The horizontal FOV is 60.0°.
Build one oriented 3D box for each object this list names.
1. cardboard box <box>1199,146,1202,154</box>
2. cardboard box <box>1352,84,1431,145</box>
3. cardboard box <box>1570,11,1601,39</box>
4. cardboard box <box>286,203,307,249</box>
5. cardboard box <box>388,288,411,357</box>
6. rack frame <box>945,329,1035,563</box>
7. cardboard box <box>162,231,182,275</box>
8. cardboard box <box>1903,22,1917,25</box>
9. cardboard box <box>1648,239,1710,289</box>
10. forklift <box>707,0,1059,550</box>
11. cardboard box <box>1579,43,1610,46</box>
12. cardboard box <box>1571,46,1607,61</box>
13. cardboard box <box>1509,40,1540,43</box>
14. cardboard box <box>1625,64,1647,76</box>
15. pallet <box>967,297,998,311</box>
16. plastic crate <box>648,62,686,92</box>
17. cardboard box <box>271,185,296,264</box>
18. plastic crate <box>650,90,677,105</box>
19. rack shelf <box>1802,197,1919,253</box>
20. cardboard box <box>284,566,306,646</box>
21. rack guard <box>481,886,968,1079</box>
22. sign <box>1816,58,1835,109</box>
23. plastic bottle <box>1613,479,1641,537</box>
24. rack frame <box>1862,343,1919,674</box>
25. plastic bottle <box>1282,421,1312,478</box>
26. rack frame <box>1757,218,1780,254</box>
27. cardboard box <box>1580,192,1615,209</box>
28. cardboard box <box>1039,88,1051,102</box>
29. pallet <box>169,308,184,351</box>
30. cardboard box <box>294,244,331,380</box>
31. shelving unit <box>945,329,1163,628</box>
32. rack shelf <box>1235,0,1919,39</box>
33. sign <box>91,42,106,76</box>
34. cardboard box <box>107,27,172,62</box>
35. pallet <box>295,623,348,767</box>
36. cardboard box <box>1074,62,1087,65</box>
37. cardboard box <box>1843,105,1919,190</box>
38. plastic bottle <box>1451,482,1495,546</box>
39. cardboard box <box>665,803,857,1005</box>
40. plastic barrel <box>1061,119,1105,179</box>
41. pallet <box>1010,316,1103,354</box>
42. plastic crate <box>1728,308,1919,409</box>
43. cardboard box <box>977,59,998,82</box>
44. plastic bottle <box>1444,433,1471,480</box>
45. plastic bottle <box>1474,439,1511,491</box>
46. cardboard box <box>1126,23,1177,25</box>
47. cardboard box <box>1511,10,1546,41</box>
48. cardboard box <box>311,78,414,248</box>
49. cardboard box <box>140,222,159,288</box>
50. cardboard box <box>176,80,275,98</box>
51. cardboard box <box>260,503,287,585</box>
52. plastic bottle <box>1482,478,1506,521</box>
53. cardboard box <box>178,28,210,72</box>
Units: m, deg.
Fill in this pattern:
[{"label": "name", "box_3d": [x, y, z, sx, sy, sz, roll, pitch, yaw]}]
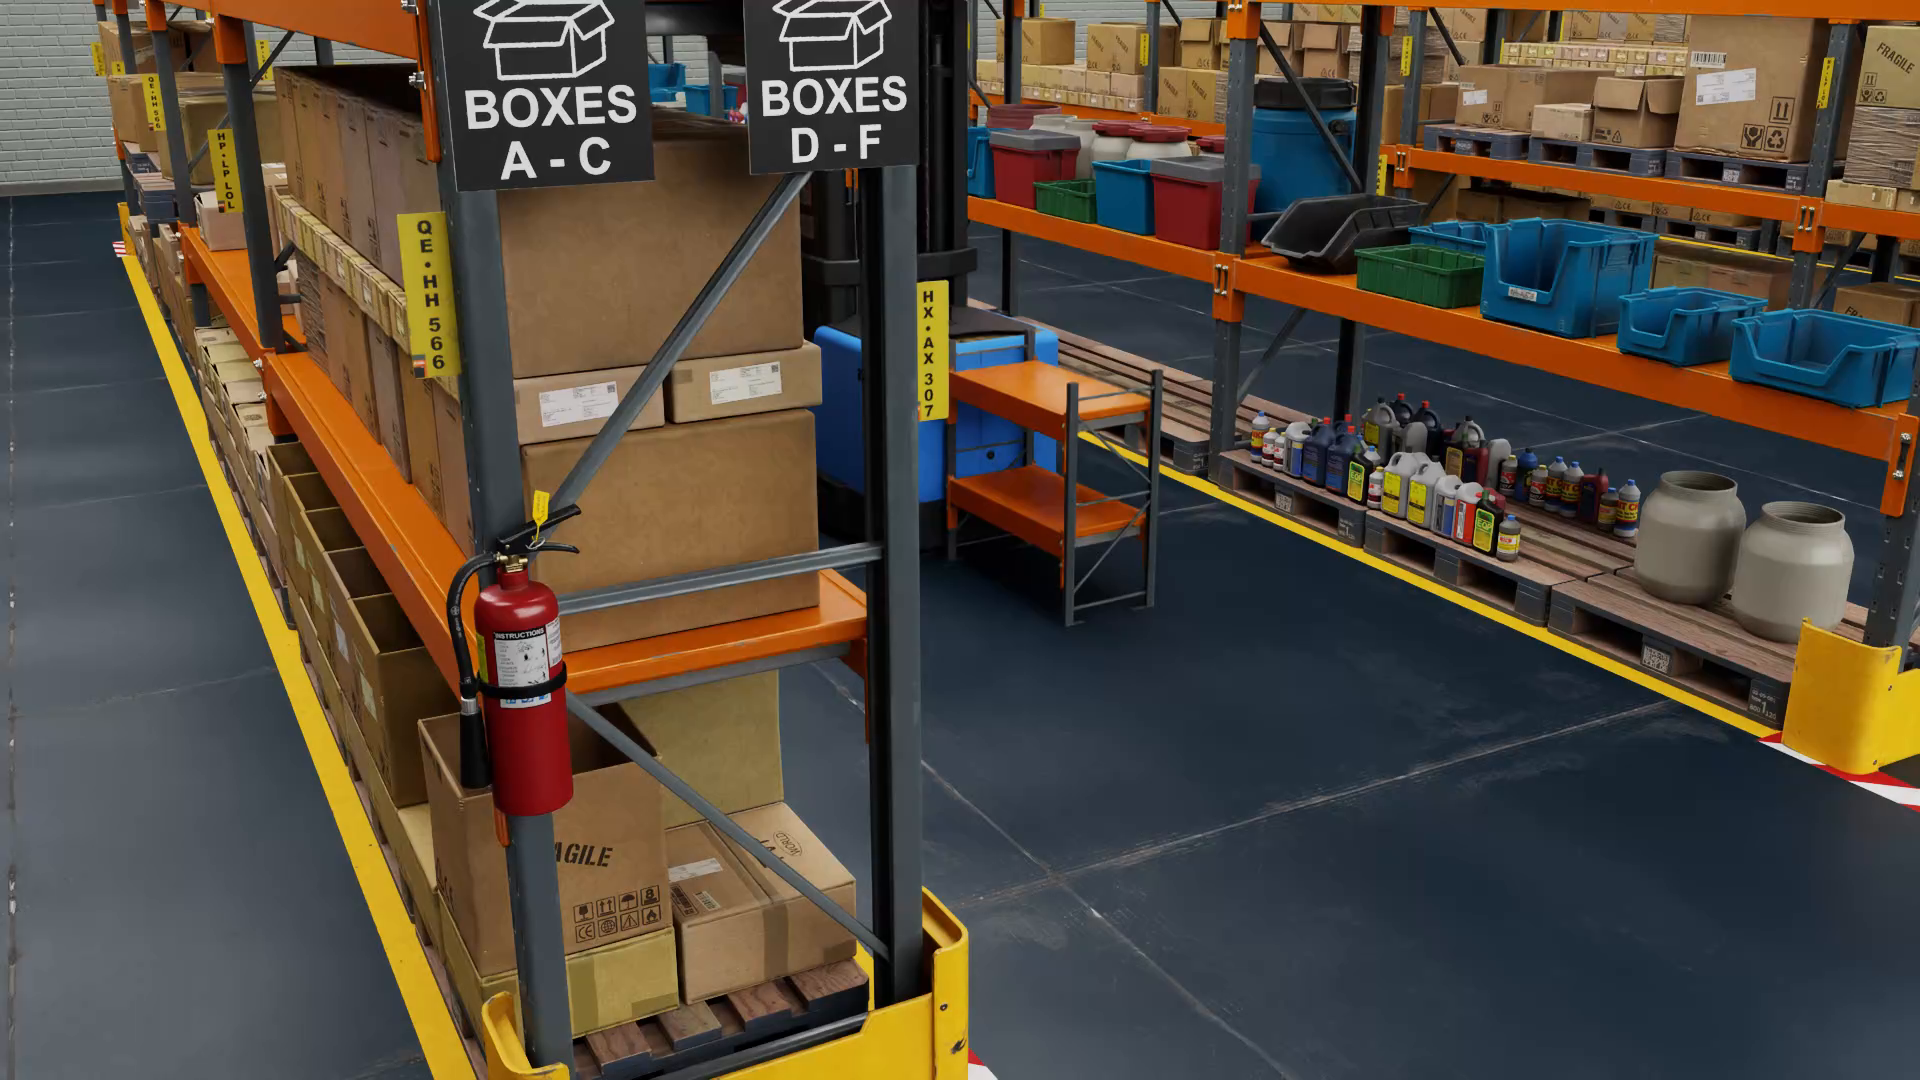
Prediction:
[{"label": "cardboard box", "box_3d": [3.205, -3.640, 17.194, 1.225, 0.875, 0.875, -11, 22, -29]}, {"label": "cardboard box", "box_3d": [3.906, -3.885, 15.138, 0.500, 0.500, 0.500, -9, 21, -25]}, {"label": "cardboard box", "box_3d": [9.509, -7.756, 24.825, 0.500, 0.500, 0.500, -11, 22, -28]}, {"label": "cardboard box", "box_3d": [-2.386, -1.227, 6.442, 0.380, 0.149, 0.250, -10, 21, -26]}, {"label": "cardboard box", "box_3d": [-1.402, -0.635, 4.724, 0.380, 0.149, 0.250, -9, 21, -25]}, {"label": "rack frame", "box_3d": [0.150, -0.465, 8.255, 0.500, 1.125, 0.032, -11, 22, -30]}, {"label": "cardboard box", "box_3d": [-5.533, -2.122, 12.191, 0.500, 0.250, 0.500, -10, 22, -28]}, {"label": "cardboard box", "box_3d": [9.217, -4.718, 16.019, 0.700, 0.500, 0.500, -10, 22, -27]}, {"label": "cardboard box", "box_3d": [5.509, -2.092, 13.254, 0.700, 0.500, 0.500, -12, 22, -31]}, {"label": "forklift", "box_3d": [-0.680, -1.749, 9.206, 1.130, 2.935, 3.031, -11, 22, -30]}, {"label": "cardboard box", "box_3d": [7.483, -5.746, 19.515, 0.380, 0.149, 0.250, -11, 22, -28]}, {"label": "cardboard box", "box_3d": [7.150, -5.500, 18.801, 0.380, 0.149, 0.250, -10, 21, -27]}, {"label": "cardboard box", "box_3d": [6.858, -5.991, 20.785, 0.500, 0.500, 0.500, -10, 22, -28]}, {"label": "cardboard box", "box_3d": [7.521, -5.135, 18.200, 0.380, 0.149, 0.250, -9, 21, -25]}, {"label": "pallet", "box_3d": [-0.412, -1.869, 13.723, 1.003, 0.211, 1.213, -10, 21, -27]}, {"label": "plastic crate", "box_3d": [-3.476, -5.241, 19.076, 0.616, 0.435, 0.499, -10, 21, -27]}, {"label": "cardboard box", "box_3d": [-3.063, -1.474, 8.151, 0.500, 0.500, 0.500, -8, 21, -23]}, {"label": "plastic crate", "box_3d": [-3.205, -4.627, 17.606, 0.416, 0.233, 0.300, -10, 21, -27]}, {"label": "rack shelf", "box_3d": [7.207, -1.672, 9.980, 1.077, 0.370, 4.000, -10, 21, -27]}, {"label": "cardboard box", "box_3d": [-2.509, 0.229, 6.941, 0.500, 0.250, 0.500, -10, 21, -27]}, {"label": "rack guard", "box_3d": [-0.552, 1.284, 4.143, 1.175, 0.500, 0.348, -10, 21, -27]}, {"label": "sign", "box_3d": [5.771, -3.046, 11.086, 0.100, 0.325, 0.005, -10, 21, -27]}, {"label": "plastic bottle", "box_3d": [3.211, -0.157, 7.997, 0.097, 0.271, 0.097, 0, 19, 0]}, {"label": "rack frame", "box_3d": [3.798, -0.670, 5.976, 1.000, 3.000, 0.127, -10, 21, -27]}, {"label": "plastic bottle", "box_3d": [1.842, -0.491, 8.957, 0.152, 0.276, 0.135, -9, 21, -25]}, {"label": "rack frame", "box_3d": [8.771, -4.473, 16.997, 1.000, 3.000, 0.127, -10, 21, -27]}, {"label": "cardboard box", "box_3d": [7.502, -4.085, 19.061, 0.500, 0.500, 0.500, -10, 21, -26]}, {"label": "cardboard box", "box_3d": [1.169, -5.318, 19.828, 0.380, 0.149, 0.250, -11, 22, -28]}, {"label": "pallet", "box_3d": [-5.842, -1.803, 13.534, 1.003, 0.211, 1.213, -10, 21, -27]}, {"label": "cardboard box", "box_3d": [-2.246, -0.973, 6.701, 0.700, 0.500, 0.500, -11, 22, -28]}, {"label": "shelving unit", "box_3d": [0.415, -0.324, 7.845, 0.538, 1.125, 1.048, -11, 22, -30]}, {"label": "rack shelf", "box_3d": [2.848, -2.322, 7.268, 1.077, 0.370, 4.000, -10, 21, -27]}, {"label": "sign", "box_3d": [-8.638, -4.822, 16.681, 0.100, 0.325, 0.005, -10, 21, -27]}, {"label": "cardboard box", "box_3d": [-7.214, -4.265, 14.708, 0.500, 0.500, 0.500, -10, 21, -26]}, {"label": "pallet", "box_3d": [-2.122, 0.500, 6.858, 1.003, 0.211, 1.213, -10, 21, -27]}, {"label": "cardboard box", "box_3d": [1.505, -5.711, 20.356, 0.500, 0.250, 0.500, -11, 22, -28]}, {"label": "cardboard box", "box_3d": [6.417, -2.635, 11.060, 0.875, 0.500, 0.500, -10, 21, -27]}, {"label": "plastic bottle", "box_3d": [2.444, -0.127, 7.901, 0.152, 0.276, 0.135, -10, 21, -26]}, {"label": "cardboard box", "box_3d": [-0.622, 1.009, 4.681, 0.500, 0.250, 0.500, -10, 21, -27]}, {"label": "plastic barrel", "box_3d": [0.876, -2.637, 11.503, 0.421, 0.512, 0.421, 0, 19, 0]}, {"label": "pallet", "box_3d": [0.333, -1.420, 12.424, 1.003, 0.211, 1.213, -10, 21, -27]}, {"label": "plastic crate", "box_3d": [3.297, -0.697, 6.282, 0.499, 0.251, 0.616, -10, 21, -27]}, {"label": "cardboard box", "box_3d": [0.549, -5.921, 20.965, 0.500, 0.250, 0.500, -11, 22, -28]}, {"label": "plastic bottle", "box_3d": [2.624, -0.431, 8.773, 0.061, 0.283, 0.133, -10, 21, -27]}, {"label": "plastic bottle", "box_3d": [2.776, -0.404, 8.704, 0.152, 0.276, 0.135, -10, 21, -26]}, {"label": "cardboard box", "box_3d": [2.229, -5.626, 18.962, 0.500, 0.500, 0.500, -10, 21, -27]}, {"label": "cardboard box", "box_3d": [6.872, -6.450, 20.581, 0.500, 0.500, 0.500, -9, 21, -25]}, {"label": "cardboard box", "box_3d": [-1.768, -1.298, 5.652, 0.700, 0.500, 0.500, -10, 21, -27]}, {"label": "cardboard box", "box_3d": [-6.782, -2.495, 14.421, 0.500, 0.500, 0.500, -10, 21, -27]}, {"label": "cardboard box", "box_3d": [-5.368, -3.097, 12.212, 0.700, 0.500, 0.500, -17, 25, -40]}, {"label": "cardboard box", "box_3d": [-2.915, -0.025, 7.678, 0.500, 0.250, 0.500, -10, 22, -27]}, {"label": "plastic bottle", "box_3d": [2.538, -0.147, 7.948, 0.061, 0.283, 0.133, -10, 21, -27]}, {"label": "cardboard box", "box_3d": [-6.483, -4.196, 14.506, 0.500, 0.500, 0.500, -11, 22, -28]}]
